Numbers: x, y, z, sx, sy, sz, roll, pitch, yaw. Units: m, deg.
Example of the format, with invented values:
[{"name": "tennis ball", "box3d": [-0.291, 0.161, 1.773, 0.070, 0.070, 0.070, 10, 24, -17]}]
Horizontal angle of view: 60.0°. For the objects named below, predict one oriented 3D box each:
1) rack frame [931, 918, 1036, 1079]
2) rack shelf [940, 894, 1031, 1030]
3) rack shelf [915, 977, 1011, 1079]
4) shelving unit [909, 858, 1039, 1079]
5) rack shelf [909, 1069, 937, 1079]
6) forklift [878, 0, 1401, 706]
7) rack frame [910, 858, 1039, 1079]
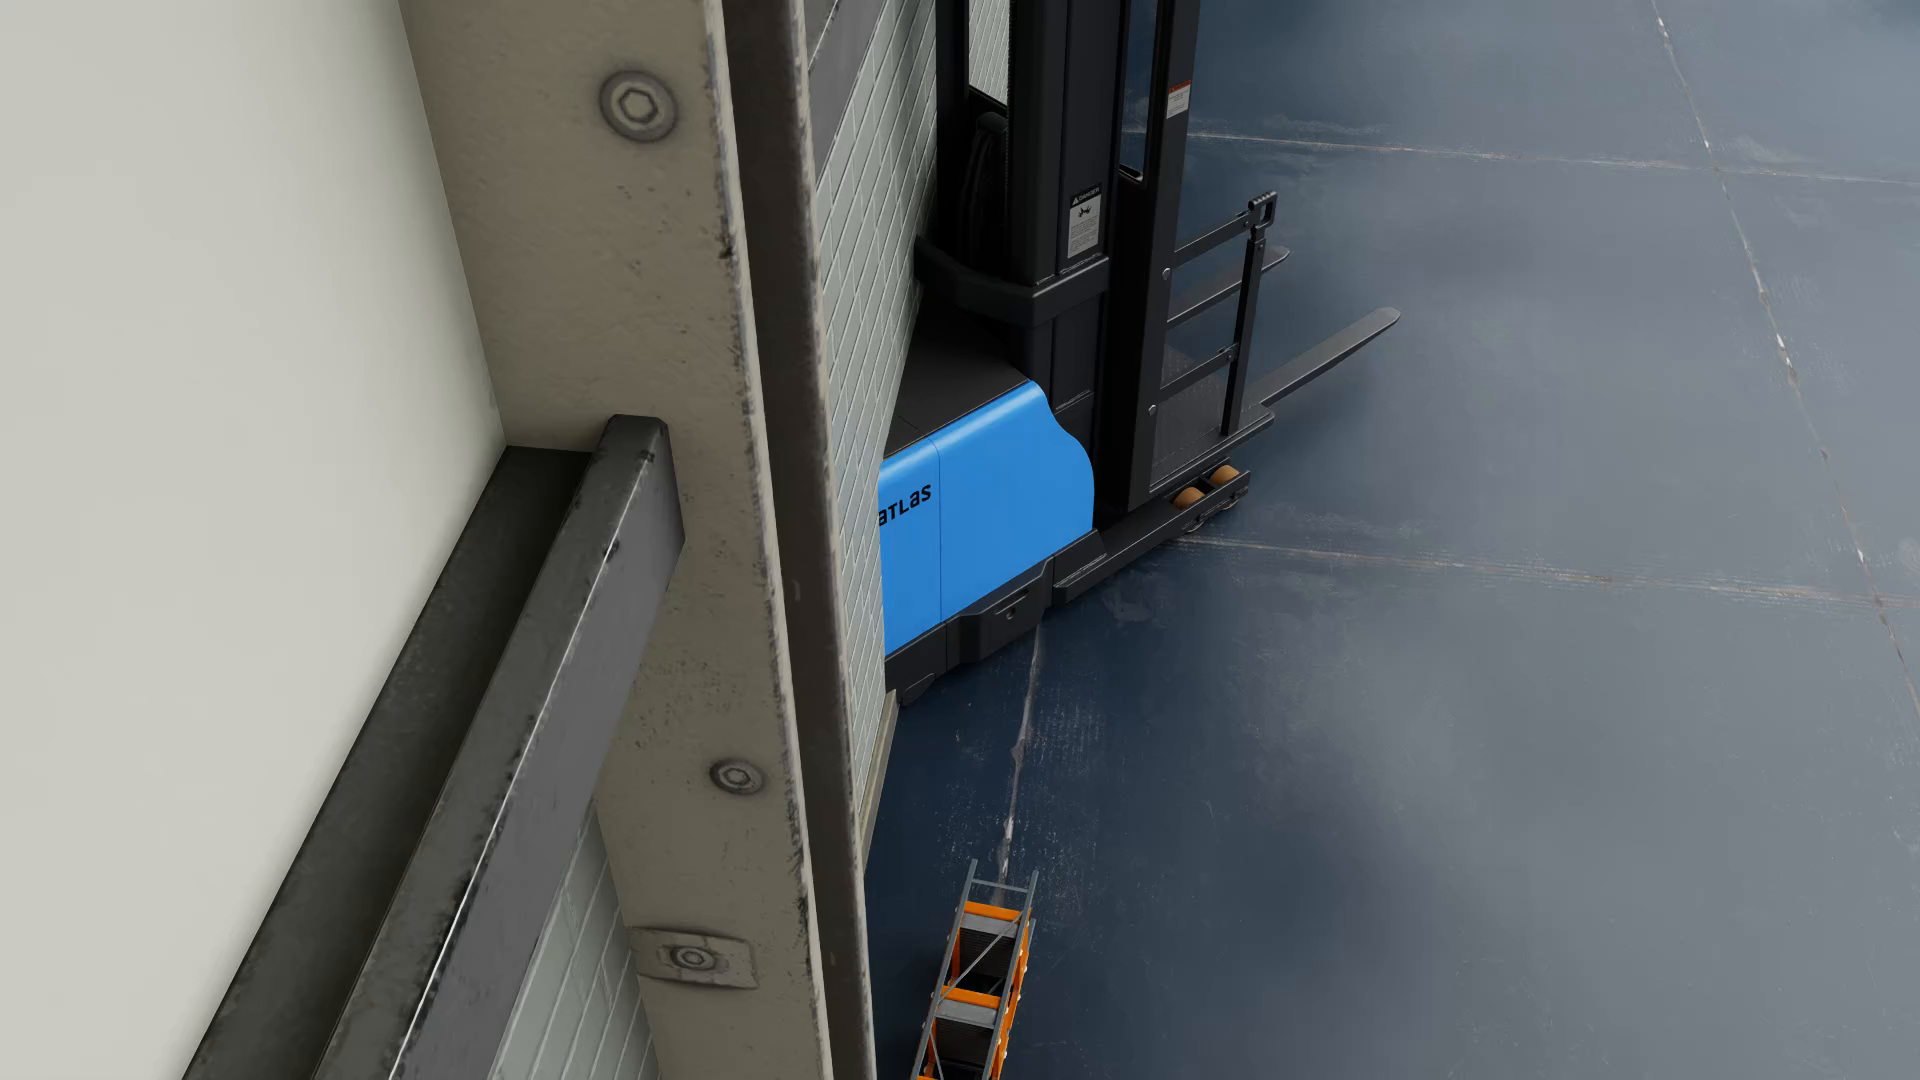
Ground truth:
[{"name": "rack frame", "box3d": [0.012, 1.483, 4.673, 0.200, 0.008, 1.050, 9, 44, 10]}, {"name": "rack shelf", "box3d": [0.075, 1.212, 4.782, 0.215, 0.240, 0.259, 9, 44, 10]}, {"name": "rack shelf", "box3d": [0.009, 1.402, 4.582, 0.215, 0.240, 0.259, 9, 44, 10]}, {"name": "shelving unit", "box3d": [0.012, 1.395, 4.589, 0.215, 0.252, 1.050, 9, 44, 10]}, {"name": "rack shelf", "box3d": [-0.055, 1.588, 4.385, 0.215, 0.240, 0.259, 9, 44, 10]}, {"name": "forklift", "box3d": [0.474, -1.344, 5.537, 3.031, 2.935, 1.130, -31, 51, -28]}, {"name": "rack frame", "box3d": [0.012, 1.306, 4.505, 0.200, 0.008, 1.050, 9, 44, 10]}]
